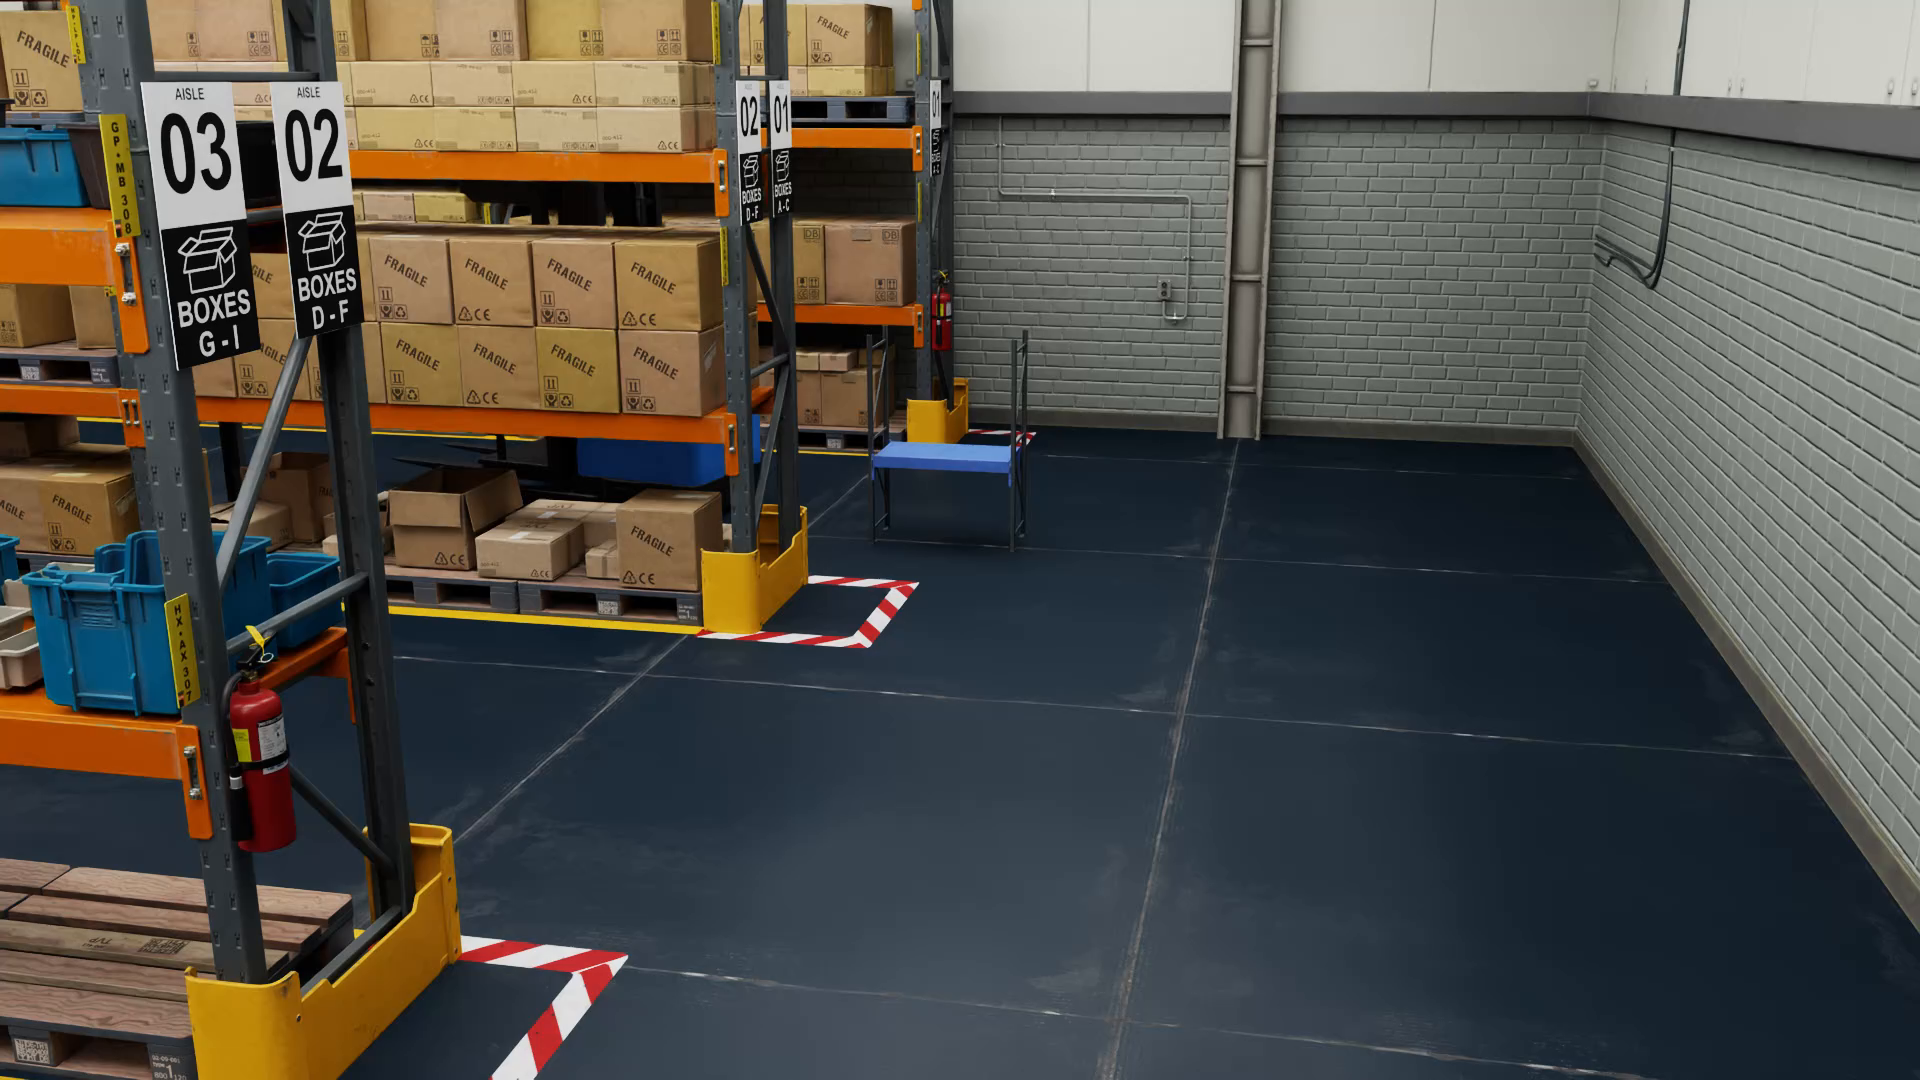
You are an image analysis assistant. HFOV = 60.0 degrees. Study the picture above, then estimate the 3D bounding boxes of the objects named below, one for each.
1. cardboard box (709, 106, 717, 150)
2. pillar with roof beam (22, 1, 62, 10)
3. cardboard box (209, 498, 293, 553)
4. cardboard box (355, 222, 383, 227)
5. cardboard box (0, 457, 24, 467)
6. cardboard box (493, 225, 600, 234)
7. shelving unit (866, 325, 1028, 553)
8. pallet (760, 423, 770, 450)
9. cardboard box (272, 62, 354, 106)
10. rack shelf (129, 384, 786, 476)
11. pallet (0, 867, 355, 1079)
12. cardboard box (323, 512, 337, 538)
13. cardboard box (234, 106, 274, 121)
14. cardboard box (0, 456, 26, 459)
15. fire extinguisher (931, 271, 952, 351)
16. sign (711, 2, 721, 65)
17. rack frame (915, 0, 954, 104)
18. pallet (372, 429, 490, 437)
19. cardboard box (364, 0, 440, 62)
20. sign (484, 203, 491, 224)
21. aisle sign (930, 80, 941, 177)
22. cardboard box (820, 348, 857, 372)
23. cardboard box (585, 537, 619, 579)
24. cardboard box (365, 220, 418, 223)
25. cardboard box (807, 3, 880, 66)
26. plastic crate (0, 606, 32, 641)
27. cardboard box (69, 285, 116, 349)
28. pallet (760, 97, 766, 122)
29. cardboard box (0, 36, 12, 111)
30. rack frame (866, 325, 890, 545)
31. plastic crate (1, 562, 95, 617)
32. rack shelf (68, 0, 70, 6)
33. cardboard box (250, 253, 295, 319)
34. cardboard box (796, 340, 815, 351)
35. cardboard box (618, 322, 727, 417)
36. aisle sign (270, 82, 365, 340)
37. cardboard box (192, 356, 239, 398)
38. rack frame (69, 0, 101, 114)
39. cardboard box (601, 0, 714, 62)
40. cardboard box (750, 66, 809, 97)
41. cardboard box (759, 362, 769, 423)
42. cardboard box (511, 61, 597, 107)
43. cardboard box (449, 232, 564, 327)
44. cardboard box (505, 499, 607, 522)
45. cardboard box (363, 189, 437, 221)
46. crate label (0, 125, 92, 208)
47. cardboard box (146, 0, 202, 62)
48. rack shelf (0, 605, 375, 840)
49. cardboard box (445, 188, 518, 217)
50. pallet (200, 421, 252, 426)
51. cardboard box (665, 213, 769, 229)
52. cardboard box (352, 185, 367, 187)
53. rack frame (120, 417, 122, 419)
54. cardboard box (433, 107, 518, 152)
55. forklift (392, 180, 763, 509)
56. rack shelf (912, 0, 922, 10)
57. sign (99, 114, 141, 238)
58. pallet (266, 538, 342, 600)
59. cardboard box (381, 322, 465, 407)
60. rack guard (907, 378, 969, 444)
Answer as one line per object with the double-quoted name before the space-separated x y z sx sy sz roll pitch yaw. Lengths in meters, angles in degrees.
"cardboard box" -1.653 -2.502 10.068 0.500 0.250 0.500 3 16 11
"pillar with roof beam" -10.015 -4.817 12.525 0.400 9.000 9.100 3 16 11
"cardboard box" -4.751 -0.085 10.893 0.500 0.311 0.500 3 16 11
"cardboard box" -4.070 -1.792 10.783 0.500 0.500 0.500 3 16 10
"cardboard box" -6.634 -0.262 11.176 0.500 0.500 0.500 3 16 12
"cardboard box" -2.585 -1.711 10.491 0.500 0.500 0.500 3 16 12
"shelving unit" -0.084 -0.727 11.808 1.048 1.500 0.538 3 16 11
"pallet" -2.207 -1.075 15.477 1.213 0.211 1.003 3 16 11
"cardboard box" -3.715 -2.715 9.901 0.500 0.250 0.500 3 16 11
"rack shelf" -3.160 -0.795 10.590 4.000 0.370 1.077 3 16 11
"pallet" -2.991 1.550 6.000 1.213 0.211 1.003 3 16 11
"cardboard box" -4.125 -0.126 11.343 0.250 0.149 0.380 3 16 11
"cardboard box" -4.203 -2.503 10.070 0.500 0.250 0.500 3 16 11
"cardboard box" -6.558 -0.399 11.671 0.500 0.500 0.500 3 16 12
"fire extinguisher" -0.161 -1.985 14.384 0.183 0.674 0.296 3 16 11
"sign" -1.330 -2.763 9.071 0.005 0.325 0.100 3 16 11
"rack frame" -0.216 -5.222 13.988 0.127 3.000 1.000 3 16 11
"pallet" -4.907 -1.221 16.006 1.213 0.211 1.003 3 16 11
"cardboard box" -3.162 -3.132 10.001 0.500 0.500 0.700 3 16 11
"sign" -4.235 -2.921 14.898 0.005 0.325 0.100 3 16 11
"aisle sign" -0.206 -3.502 14.144 0.004 0.787 0.394 3 16 11
"cardboard box" -1.084 -1.612 14.872 0.250 0.149 0.380 3 16 10
"cardboard box" -2.161 0.109 10.464 0.250 0.166 0.380 3 16 11
"cardboard box" -5.141 -2.728 15.440 0.500 0.500 0.500 3 16 12
"cardboard box" -0.988 -4.284 14.121 0.500 0.500 0.500 3 16 11
"plastic crate" -3.307 0.343 5.515 0.243 0.136 0.396 3 16 11
"cardboard box" -5.539 -1.582 11.111 0.500 0.500 0.700 -2 16 -8
"pallet" -2.145 -3.835 14.765 1.213 0.211 1.003 3 16 11
"cardboard box" -6.258 -3.068 10.668 0.600 0.600 0.600 3 16 10
"rack frame" -0.582 -0.754 11.906 0.032 1.500 0.500 3 16 11
"plastic crate" -3.330 0.185 6.088 0.298 0.136 0.250 3 16 11
"rack shelf" -6.096 -5.002 15.289 4.000 0.370 1.077 3 16 11
"cardboard box" -4.208 -1.652 10.276 0.500 0.500 0.500 3 16 9
"cardboard box" -1.502 -1.738 15.329 0.250 0.149 0.380 3 16 12
"cardboard box" -1.693 -1.036 9.925 0.500 0.500 0.500 4 16 13
"aisle sign" -2.061 -1.066 5.352 0.004 0.787 0.394 3 16 11
"cardboard box" -4.674 -1.198 10.509 0.500 0.500 0.500 4 16 13
"rack frame" -5.120 -4.139 10.077 0.127 3.000 1.000 3 16 11
"cardboard box" -1.707 -3.034 9.646 0.500 0.500 0.700 3 16 11
"cardboard box" -1.497 -3.952 14.327 0.500 0.250 0.500 3 16 9
"cardboard box" -1.906 -1.393 15.298 0.500 0.500 0.700 3 16 9
"cardboard box" -2.244 -2.636 9.616 0.500 0.250 0.500 3 16 11
"cardboard box" -2.695 -1.570 9.980 0.500 0.500 0.500 4 16 13
"cardboard box" -2.656 -0.078 10.982 0.500 0.250 0.500 3 16 11
"cardboard box" -5.144 -3.094 15.356 0.500 0.250 0.500 3 16 12
"crate label" -3.030 -1.247 5.534 0.502 0.251 0.408 3 16 11
"cardboard box" -4.636 -3.208 10.273 0.500 0.500 0.700 3 16 11
"rack shelf" -4.150 0.501 5.913 4.000 0.370 1.077 3 16 11
"cardboard box" -4.535 -3.199 15.735 0.500 0.250 0.500 4 16 13
"pallet" -7.298 -1.351 16.475 1.213 0.211 1.003 3 16 11
"cardboard box" -2.179 -2.579 15.121 0.700 0.700 0.980 2 16 8
"cardboard box" -6.052 -3.279 16.025 0.500 0.250 0.500 3 16 10
"rack frame" -8.056 -2.757 16.325 0.127 3.000 1.000 3 16 11
"cardboard box" -2.736 -2.419 9.769 0.500 0.250 0.500 3 16 11
"forklift" -3.111 -1.783 12.937 3.031 2.935 1.130 7 17 23
"rack shelf" -2.176 -4.789 14.521 4.000 0.370 1.077 3 16 11
"sign" -2.284 -0.990 4.523 0.005 0.325 0.100 3 16 11
"pallet" -4.447 0.133 11.117 1.213 0.211 1.003 3 16 11
"cardboard box" -3.184 -1.117 10.219 0.500 0.500 0.500 3 16 10
"rack guard" -0.193 -1.125 15.118 0.348 0.500 1.175 3 16 11
